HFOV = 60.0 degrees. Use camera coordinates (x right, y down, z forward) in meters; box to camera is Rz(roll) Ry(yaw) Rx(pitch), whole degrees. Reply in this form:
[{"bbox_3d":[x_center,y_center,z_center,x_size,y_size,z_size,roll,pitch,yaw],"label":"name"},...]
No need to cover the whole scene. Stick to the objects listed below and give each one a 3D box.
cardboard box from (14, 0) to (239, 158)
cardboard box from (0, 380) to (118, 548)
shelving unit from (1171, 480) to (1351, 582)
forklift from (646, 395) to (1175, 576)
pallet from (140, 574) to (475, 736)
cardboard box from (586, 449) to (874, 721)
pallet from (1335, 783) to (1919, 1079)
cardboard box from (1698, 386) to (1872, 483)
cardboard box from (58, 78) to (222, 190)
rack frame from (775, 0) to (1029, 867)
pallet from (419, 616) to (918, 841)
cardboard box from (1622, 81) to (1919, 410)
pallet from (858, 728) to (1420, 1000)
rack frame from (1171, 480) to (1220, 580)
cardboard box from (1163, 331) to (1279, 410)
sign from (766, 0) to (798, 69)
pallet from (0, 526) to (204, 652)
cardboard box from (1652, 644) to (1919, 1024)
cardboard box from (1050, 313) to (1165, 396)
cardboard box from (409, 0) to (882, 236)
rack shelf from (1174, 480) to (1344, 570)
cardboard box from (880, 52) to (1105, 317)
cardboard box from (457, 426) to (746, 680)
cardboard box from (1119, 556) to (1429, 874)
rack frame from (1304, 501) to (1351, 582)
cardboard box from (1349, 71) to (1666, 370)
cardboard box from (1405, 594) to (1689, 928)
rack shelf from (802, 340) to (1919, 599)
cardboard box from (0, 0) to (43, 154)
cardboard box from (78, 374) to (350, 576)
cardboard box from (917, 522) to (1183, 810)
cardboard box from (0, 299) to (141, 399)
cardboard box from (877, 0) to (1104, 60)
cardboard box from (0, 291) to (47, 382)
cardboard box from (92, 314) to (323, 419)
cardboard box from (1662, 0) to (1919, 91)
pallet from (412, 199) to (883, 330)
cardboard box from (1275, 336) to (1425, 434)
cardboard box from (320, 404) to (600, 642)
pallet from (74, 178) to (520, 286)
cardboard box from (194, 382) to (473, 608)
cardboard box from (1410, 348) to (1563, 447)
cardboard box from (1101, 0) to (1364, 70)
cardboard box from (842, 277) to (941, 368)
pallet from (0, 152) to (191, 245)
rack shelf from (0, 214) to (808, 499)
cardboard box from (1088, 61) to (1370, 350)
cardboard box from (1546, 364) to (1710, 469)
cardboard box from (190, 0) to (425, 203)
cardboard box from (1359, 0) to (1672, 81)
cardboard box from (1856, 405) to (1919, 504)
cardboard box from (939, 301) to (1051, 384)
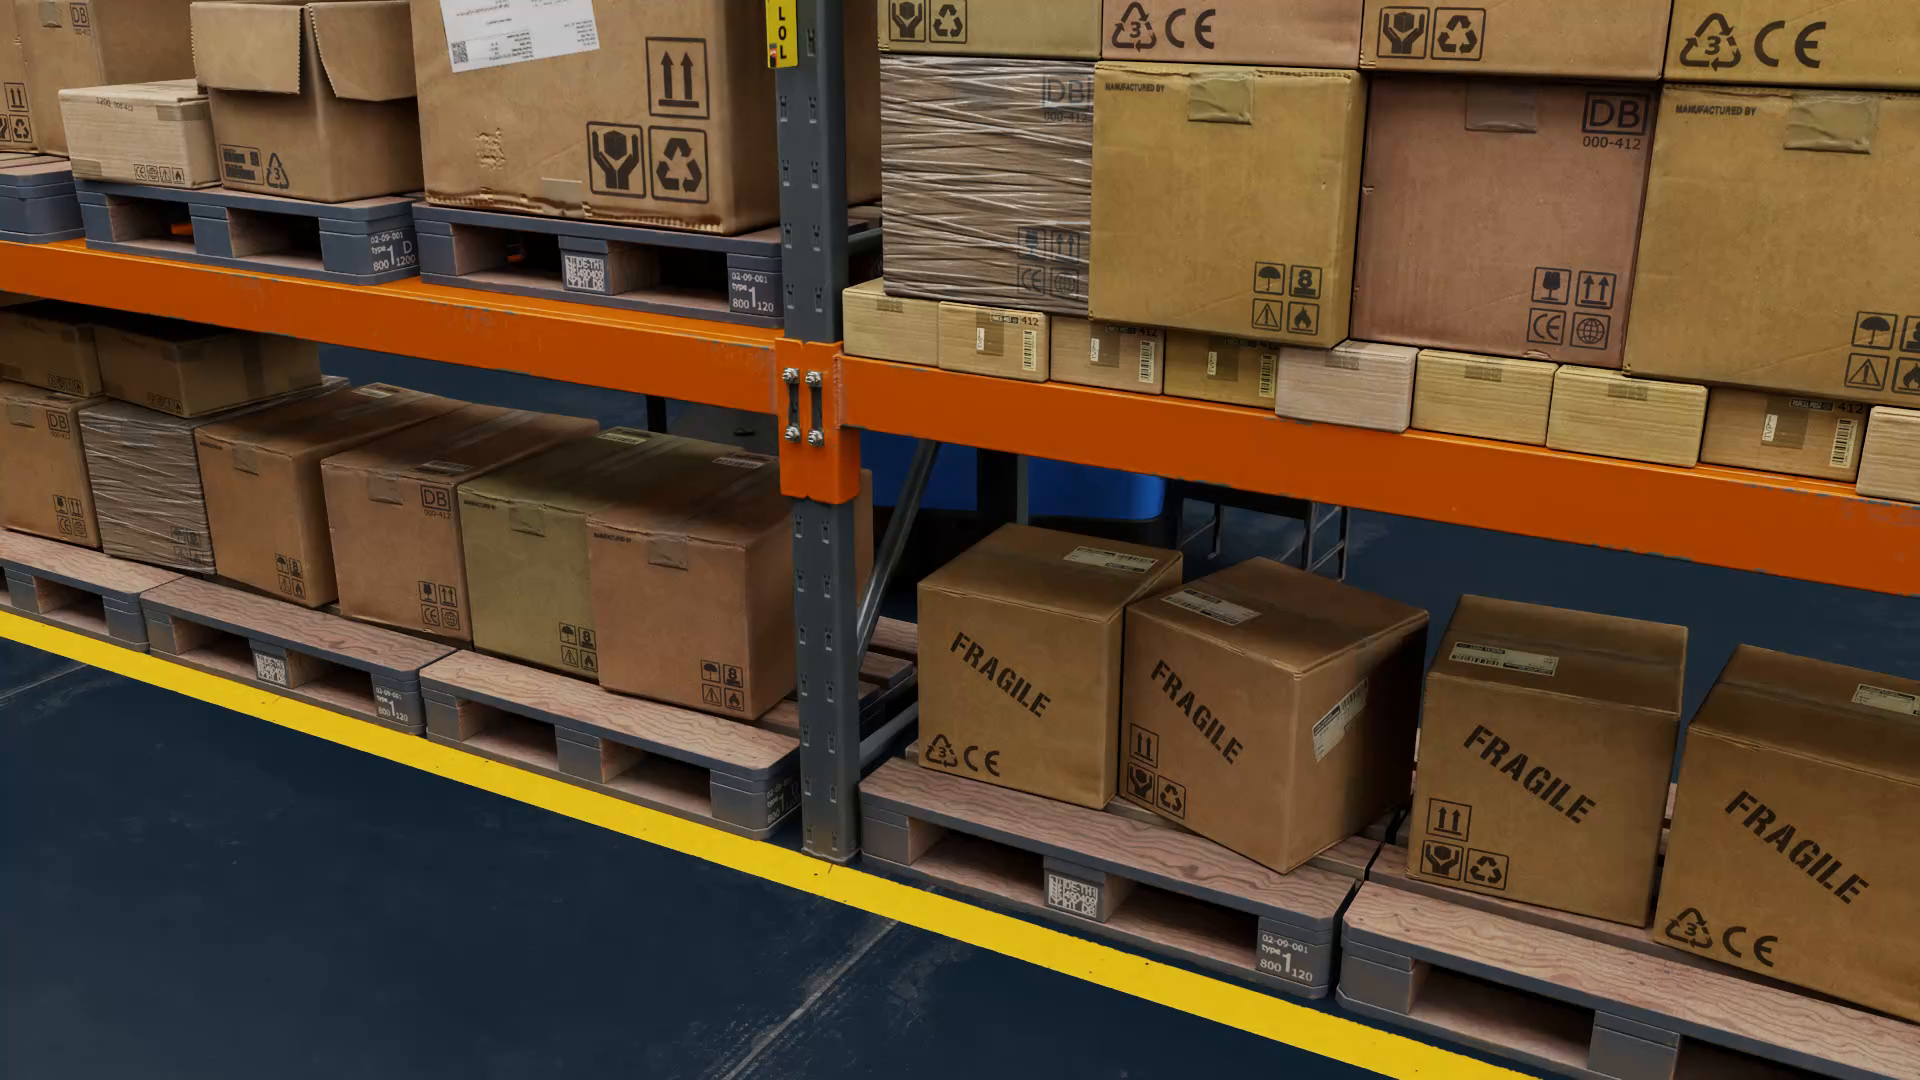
[{"bbox_3d":[-2.565,-1.526,5.410,0.500,0.500,0.700,15,25,35],"label":"cardboard box"},{"bbox_3d":[-2.997,-0.348,5.947,0.500,0.500,0.700,10,22,24],"label":"cardboard box"},{"bbox_3d":[1.065,-0.836,5.590,0.503,2.100,0.431,12,23,30],"label":"shelving unit"},{"bbox_3d":[-0.715,-1.407,5.946,3.031,2.935,1.130,3,20,9],"label":"forklift"},{"bbox_3d":[-1.849,0.222,5.443,1.213,0.211,1.003,11,23,27],"label":"pallet"},{"bbox_3d":[-0.625,0.103,4.704,0.500,0.500,0.700,9,22,23],"label":"cardboard box"},{"bbox_3d":[1.573,0.858,3.691,1.213,0.211,1.003,11,23,27],"label":"pallet"},{"bbox_3d":[1.498,-0.240,2.997,0.250,0.149,0.380,11,23,27],"label":"cardboard box"},{"bbox_3d":[-2.241,-1.202,4.884,0.500,0.250,0.500,10,22,26],"label":"cardboard box"},{"bbox_3d":[-0.100,-0.757,4.053,0.127,3.000,1.000,11,23,27],"label":"rack frame"},{"bbox_3d":[-0.780,0.425,4.884,1.213,0.211,1.003,11,23,27],"label":"pallet"},{"bbox_3d":[1.584,-0.608,3.061,0.500,0.500,0.875,11,23,27],"label":"cardboard box"},{"bbox_3d":[0.504,0.655,4.250,1.213,0.211,1.003,11,23,27],"label":"pallet"},{"bbox_3d":[0.858,-0.880,5.713,0.015,2.100,0.400,12,23,30],"label":"rack frame"},{"bbox_3d":[0.608,-0.396,3.427,0.250,0.149,0.380,11,23,27],"label":"cardboard box"},{"bbox_3d":[-0.367,-1.135,3.399,0.005,0.325,0.100,11,23,27],"label":"sign"},{"bbox_3d":[-2.910,0.019,6.003,1.213,0.211,1.003,11,23,27],"label":"pallet"},{"bbox_3d":[1.779,0.578,3.423,0.500,0.500,0.500,13,24,32],"label":"cardboard box"},{"bbox_3d":[0.385,-0.435,3.533,0.250,0.149,0.380,11,23,27],"label":"cardboard box"},{"bbox_3d":[-0.725,-1.410,4.358,1.000,1.000,1.000,11,23,28],"label":"cardboard box"},{"bbox_3d":[1.065,-0.165,5.834,0.480,0.518,0.431,12,23,30],"label":"rack shelf"},{"bbox_3d":[0.263,-0.851,3.728,0.500,0.500,0.875,11,23,27],"label":"cardboard box"},{"bbox_3d":[-1.033,0.018,4.938,0.500,0.500,0.700,11,22,27],"label":"cardboard box"},{"bbox_3d":[0.734,0.392,3.935,0.500,0.500,0.500,-17,26,-39],"label":"cardboard box"},{"bbox_3d":[1.271,-0.792,5.468,0.015,2.100,0.400,12,23,30],"label":"rack frame"},{"bbox_3d":[1.168,-0.704,3.324,0.500,0.500,0.875,11,23,27],"label":"cardboard box"},{"bbox_3d":[1.314,0.472,3.715,0.500,0.500,0.500,9,22,23],"label":"cardboard box"},{"bbox_3d":[1.646,-0.086,3.259,4.000,0.370,1.077,11,23,27],"label":"rack shelf"},{"bbox_3d":[-3.101,-1.589,5.584,0.500,0.500,0.500,8,21,21],"label":"cardboard box"},{"bbox_3d":[-2.507,-0.260,5.704,0.500,0.500,0.700,9,22,23],"label":"cardboard box"},{"bbox_3d":[0.230,0.299,4.192,0.500,0.500,0.500,10,22,26],"label":"cardboard box"},{"bbox_3d":[-2.992,-0.704,5.828,0.500,0.250,0.500,12,23,29],"label":"cardboard box"},{"bbox_3d":[0.169,-1.263,3.400,0.500,0.500,0.500,11,23,27],"label":"cardboard box"},{"bbox_3d":[-4.184,-0.742,6.511,0.875,0.875,1.225,10,22,25],"label":"cardboard box"},{"bbox_3d":[-2.524,-0.619,5.593,0.500,0.250,0.500,14,24,33],"label":"cardboard box"},{"bbox_3d":[1.484,-1.018,2.722,0.500,0.500,0.500,11,23,27],"label":"cardboard box"},{"bbox_3d":[-0.696,-0.837,4.556,1.213,0.211,1.003,11,23,27],"label":"pallet"},{"bbox_3d":[0.806,-0.342,3.278,0.250,0.149,0.380,11,23,27],"label":"cardboard box"},{"bbox_3d":[-1.521,-0.075,5.194,0.500,0.500,0.700,9,22,23],"label":"cardboard box"},{"bbox_3d":[-1.844,-1.015,5.046,1.213,0.211,1.003,11,23,27],"label":"pallet"},{"bbox_3d":[-2.008,-0.168,5.449,0.500,0.500,0.700,13,24,32],"label":"cardboard box"},{"bbox_3d":[1.044,-0.313,3.198,0.250,0.149,0.380,11,23,27],"label":"cardboard box"},{"bbox_3d":[0.606,-1.181,3.172,0.500,0.500,0.500,11,23,27],"label":"cardboard box"},{"bbox_3d":[-0.059,-0.514,3.751,0.250,0.149,0.380,11,23,27],"label":"cardboard box"},{"bbox_3d":[-2.918,-1.245,5.680,1.003,0.211,1.213,11,23,27],"label":"pallet"},{"bbox_3d":[-1.846,-0.751,5.093,4.000,0.370,1.077,11,23,27],"label":"rack shelf"},{"bbox_3d":[0.682,-0.757,3.470,0.500,0.500,0.875,11,23,27],"label":"cardboard box"},{"bbox_3d":[1.257,-0.268,3.074,0.250,0.149,0.380,11,23,27],"label":"cardboard box"},{"bbox_3d":[-1.658,-1.264,4.683,0.637,0.503,0.797,13,24,33],"label":"cardboard box"},{"bbox_3d":[1.043,-1.097,2.942,0.500,0.500,0.500,11,23,27],"label":"cardboard box"},{"bbox_3d":[1.682,-0.178,2.825,0.250,0.149,0.380,11,23,27],"label":"cardboard box"},{"bbox_3d":[0.153,-0.468,3.625,0.250,0.149,0.380,11,23,27],"label":"cardboard box"}]
